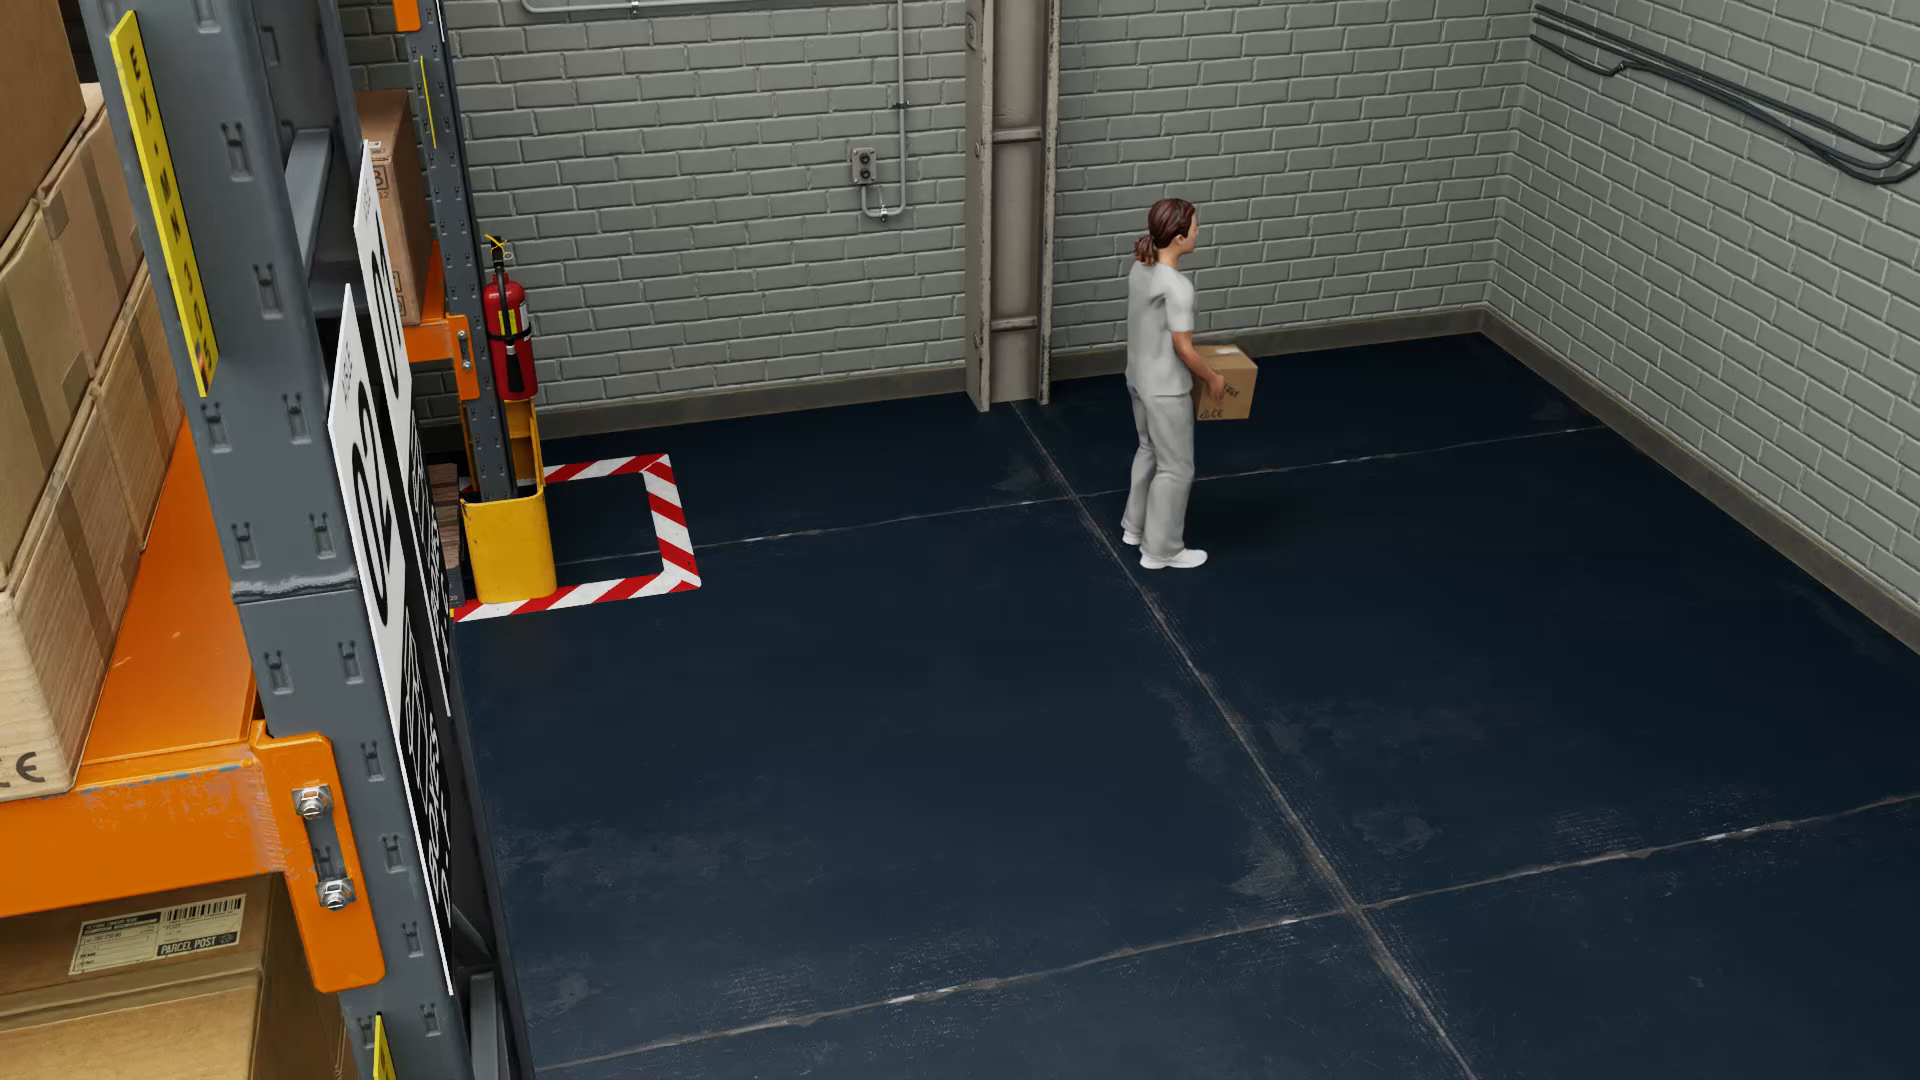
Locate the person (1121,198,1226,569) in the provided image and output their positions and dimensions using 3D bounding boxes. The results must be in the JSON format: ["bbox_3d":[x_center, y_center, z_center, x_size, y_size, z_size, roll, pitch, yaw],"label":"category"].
[{"bbox_3d":[0.923,-0.688,7.303,0.429,1.675,0.466,-8,31,-14],"label":"person"}]
